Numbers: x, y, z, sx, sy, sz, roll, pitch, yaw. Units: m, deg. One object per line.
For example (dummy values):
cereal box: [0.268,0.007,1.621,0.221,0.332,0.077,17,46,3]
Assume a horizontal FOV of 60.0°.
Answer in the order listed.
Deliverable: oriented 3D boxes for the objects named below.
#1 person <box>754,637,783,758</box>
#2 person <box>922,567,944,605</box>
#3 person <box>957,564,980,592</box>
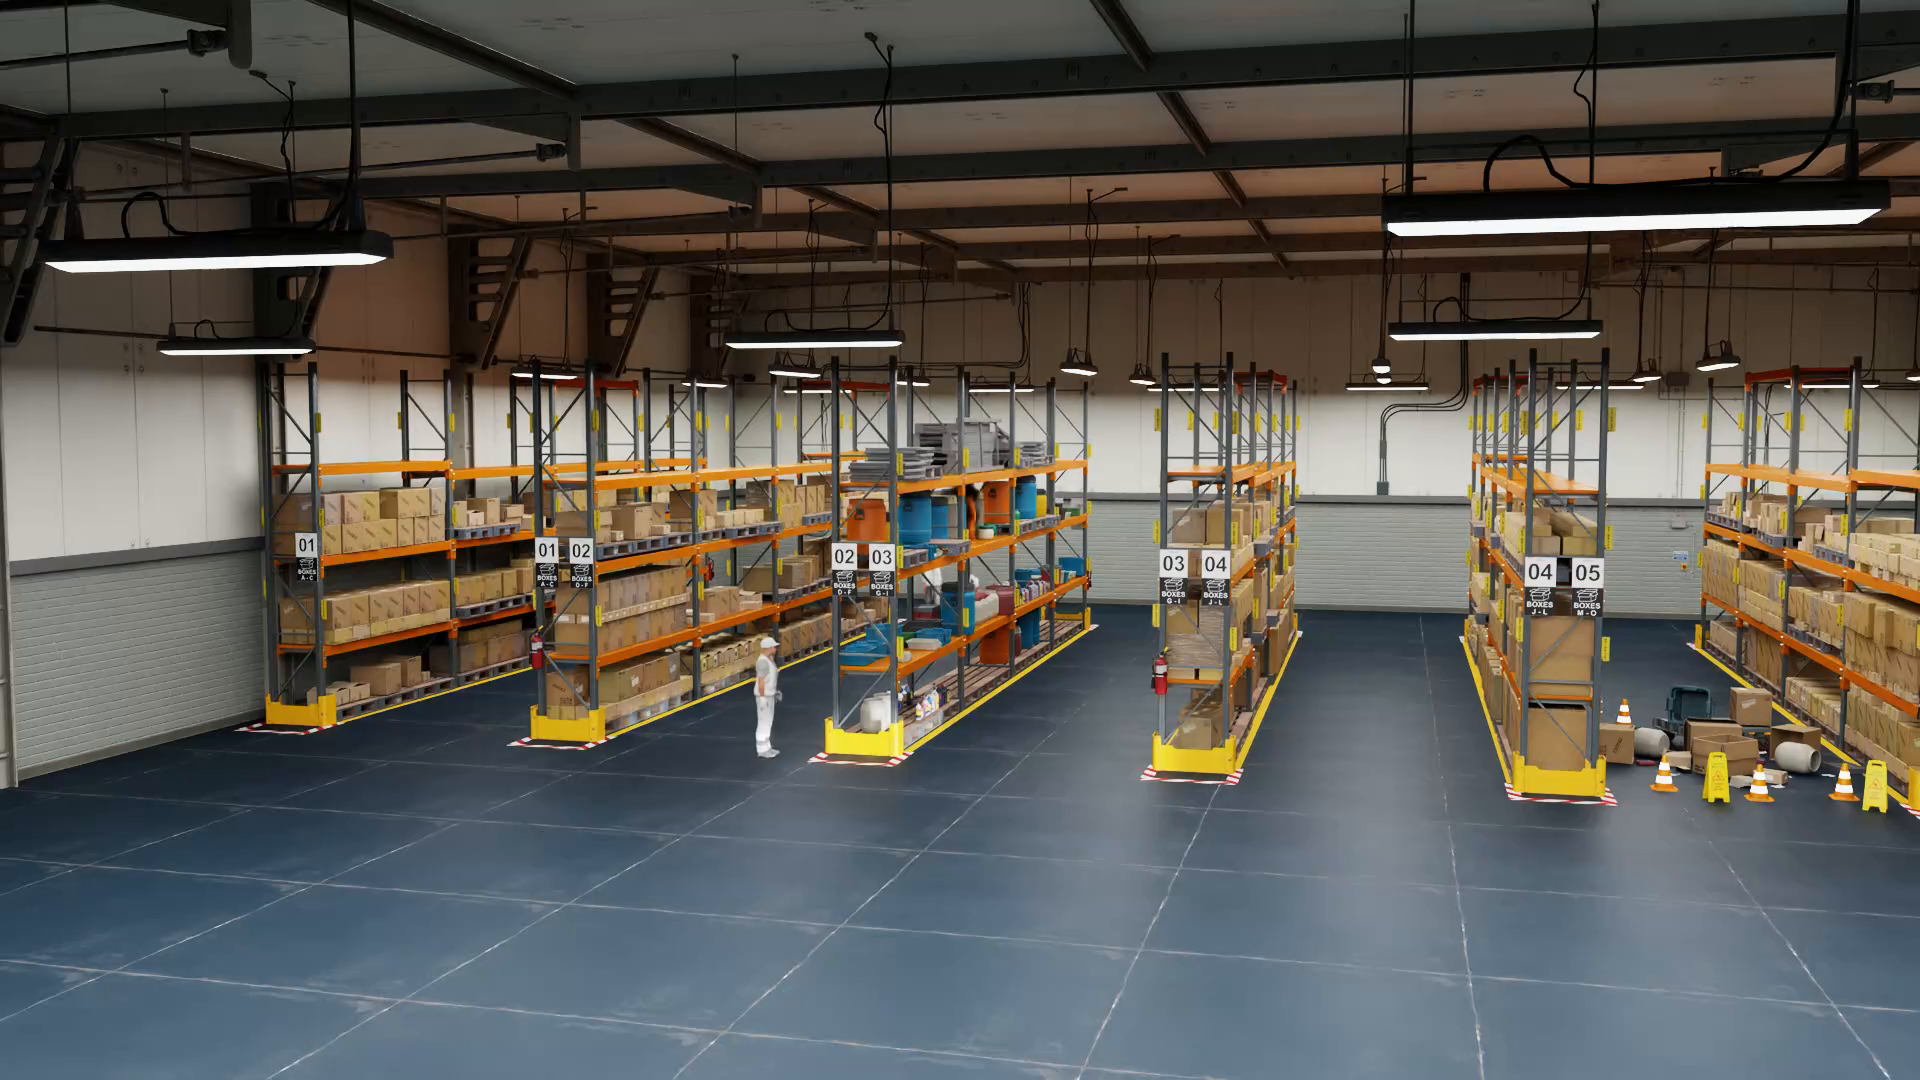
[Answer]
person: [-2.891,2.347,24.927,0.395,1.794,0.557,0,4,6]
person: [-0.690,1.153,42.537,0.583,1.741,0.960,0,4,-6]
person: [0.174,1.402,38.722,0.615,1.720,1.060,1,4,13]
